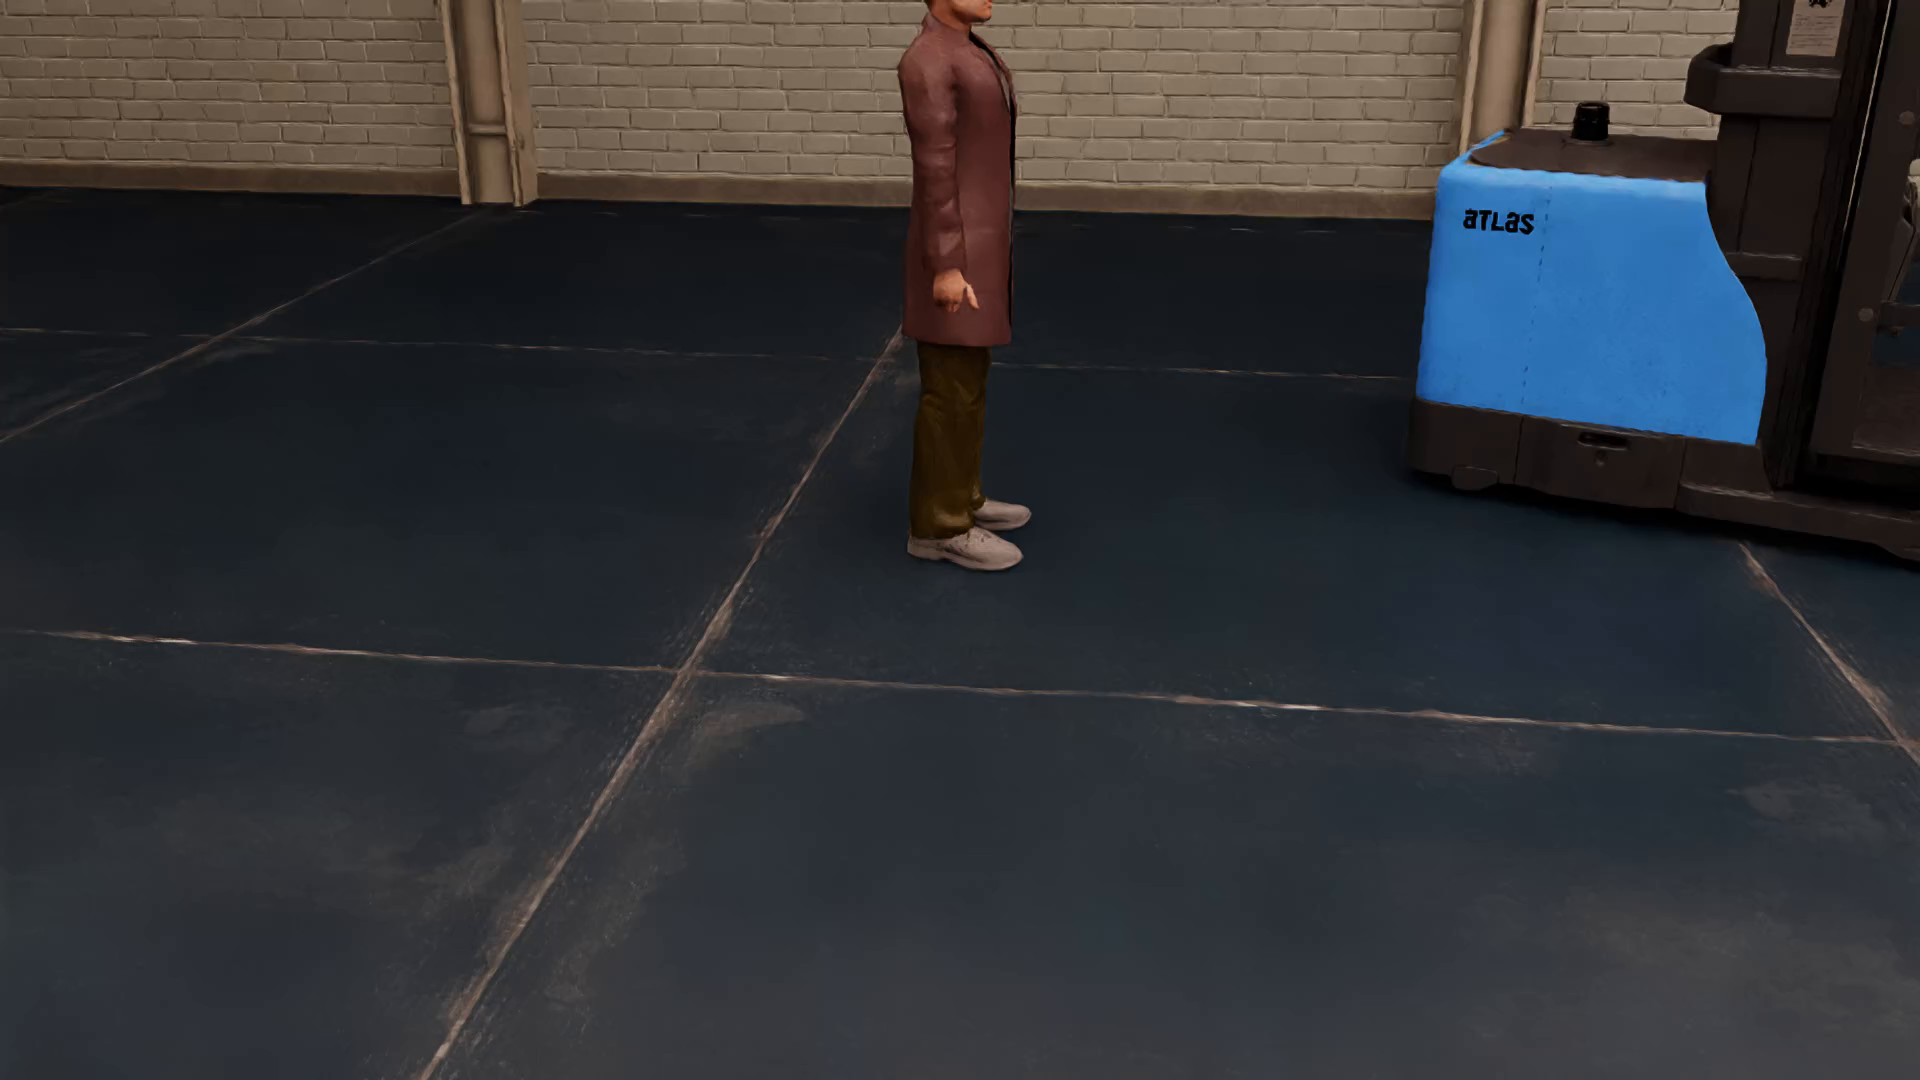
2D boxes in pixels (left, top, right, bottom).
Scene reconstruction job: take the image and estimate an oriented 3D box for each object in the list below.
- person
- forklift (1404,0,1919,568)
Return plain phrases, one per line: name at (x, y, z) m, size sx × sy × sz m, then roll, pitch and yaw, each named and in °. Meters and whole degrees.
person at (0.026, -0.825, 4.839) m, size 0.377 × 1.783 × 0.550 m, roll 3°, pitch 22°, yaw 7°
forklift at (3.056, -1.450, 4.854) m, size 3.031 × 2.935 × 1.130 m, roll 11°, pitch 24°, yaw 25°
